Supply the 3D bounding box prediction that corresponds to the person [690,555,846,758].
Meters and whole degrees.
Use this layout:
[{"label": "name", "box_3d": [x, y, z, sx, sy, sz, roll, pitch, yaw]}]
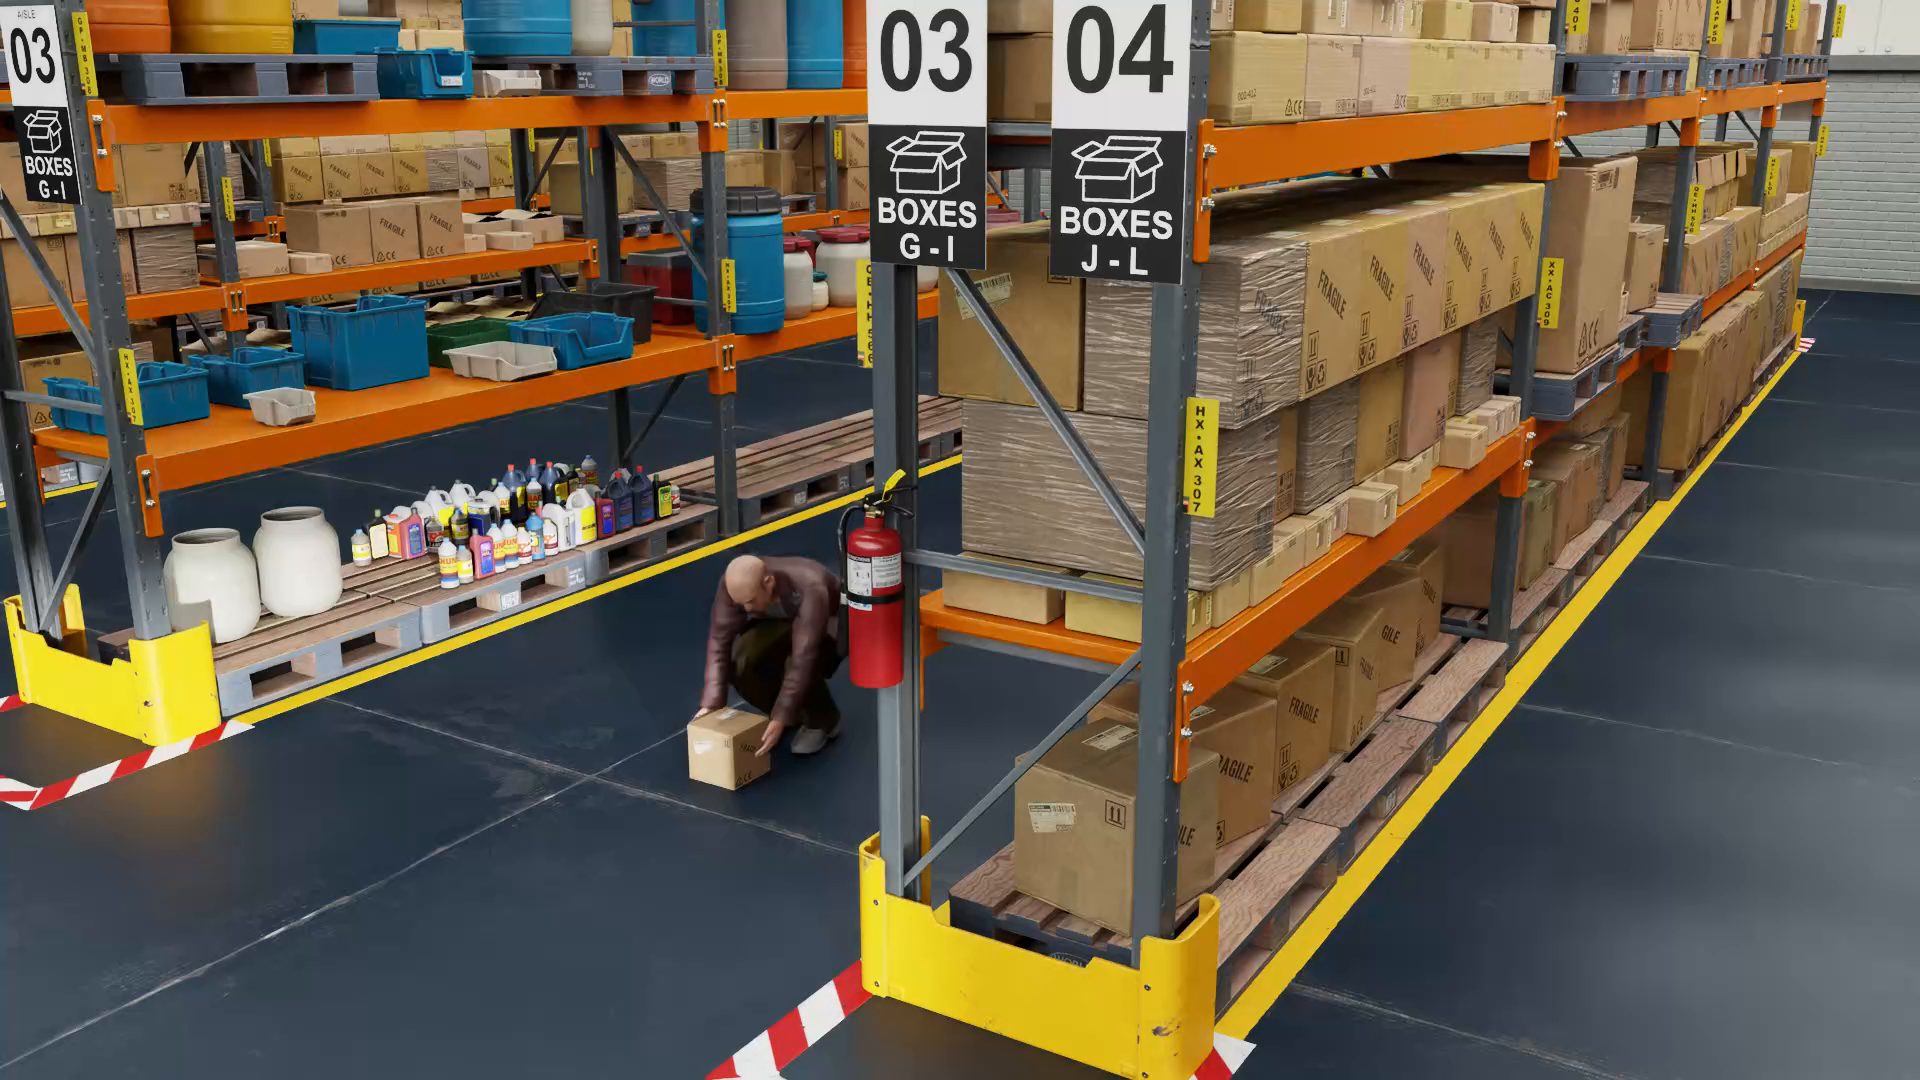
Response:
[{"label": "person", "box_3d": [-0.781, 0.460, 7.400, 0.609, 0.982, 0.905, 10, 18, 30]}]
